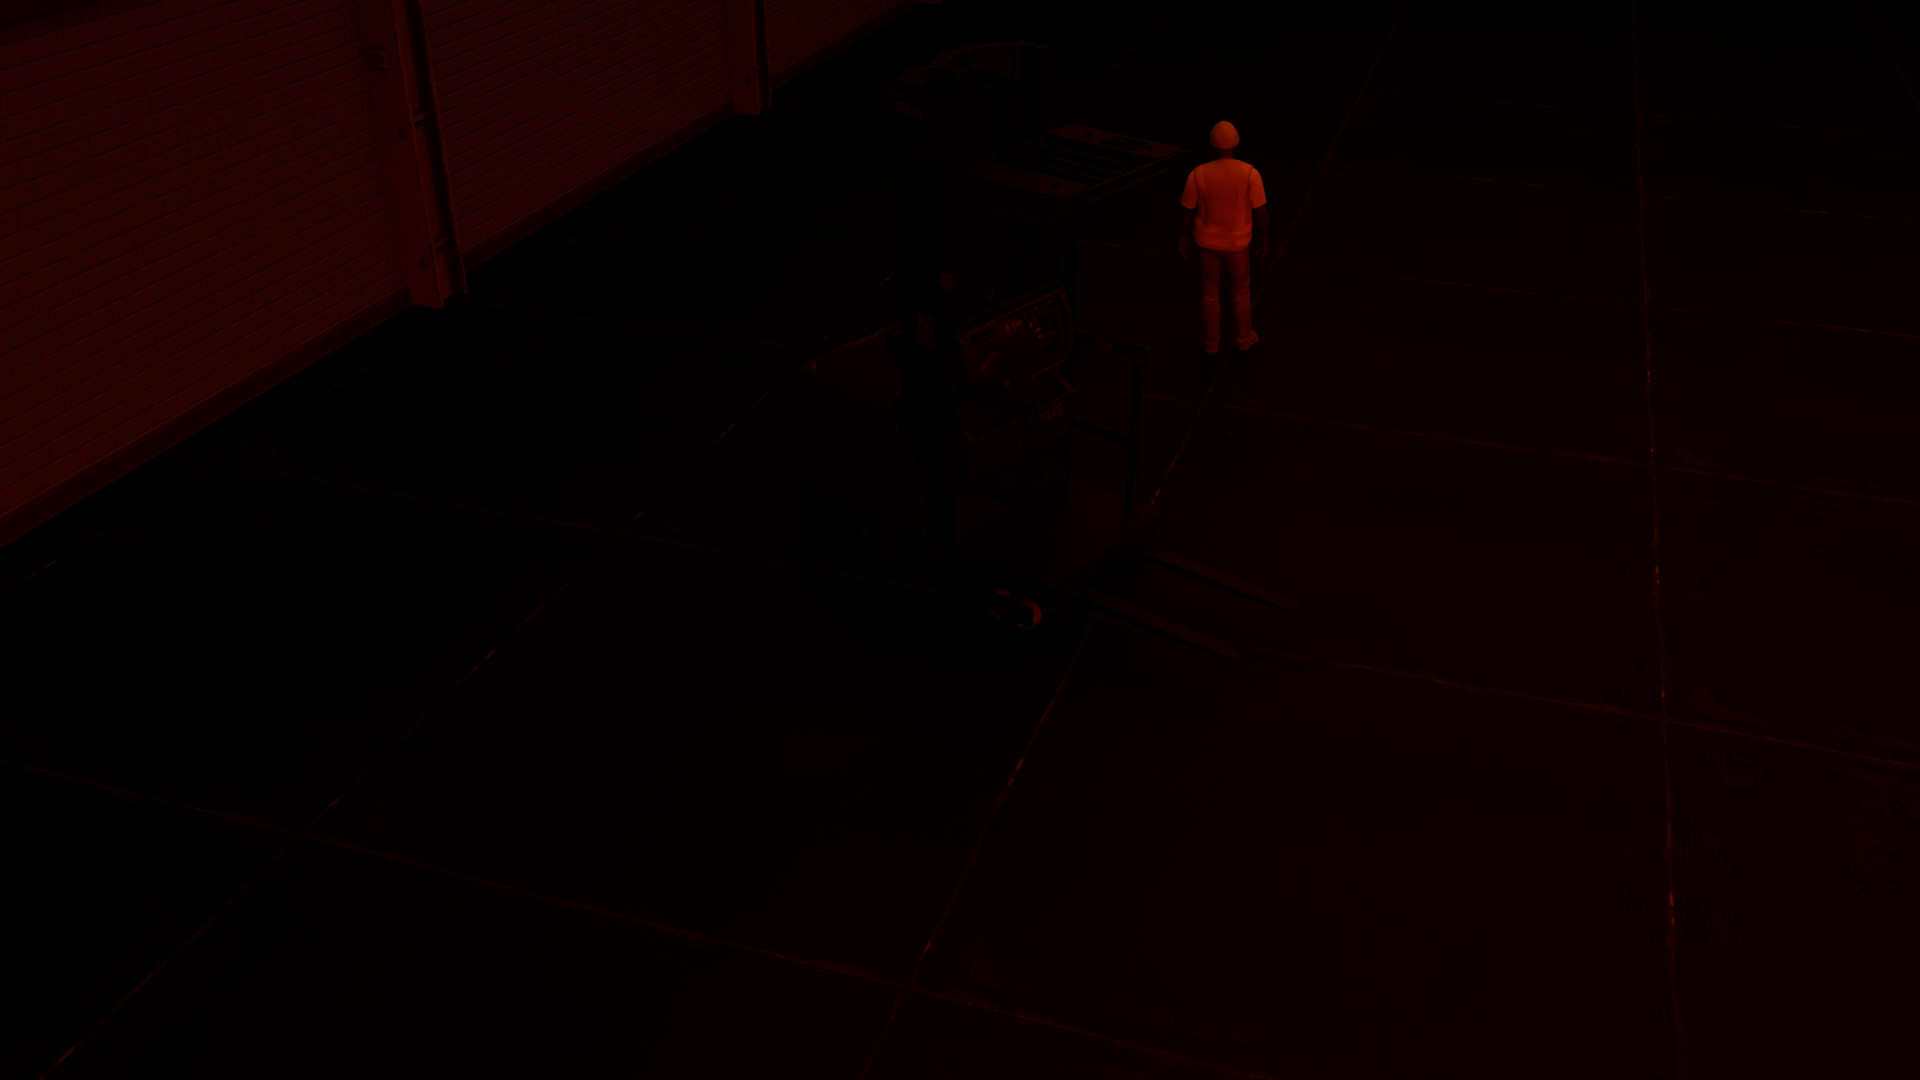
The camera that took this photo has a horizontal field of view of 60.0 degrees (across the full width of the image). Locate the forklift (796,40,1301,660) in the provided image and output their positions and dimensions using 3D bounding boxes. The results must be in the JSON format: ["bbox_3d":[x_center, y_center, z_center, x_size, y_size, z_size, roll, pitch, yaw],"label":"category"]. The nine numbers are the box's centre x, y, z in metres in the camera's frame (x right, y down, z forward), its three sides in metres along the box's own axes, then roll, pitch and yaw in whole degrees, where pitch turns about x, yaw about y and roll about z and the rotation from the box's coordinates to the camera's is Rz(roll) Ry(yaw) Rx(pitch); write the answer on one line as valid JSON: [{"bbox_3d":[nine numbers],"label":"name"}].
[{"bbox_3d":[0.477,-1.074,9.021,3.031,2.935,1.130,23,37,34],"label":"forklift"}]

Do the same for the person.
[{"bbox_3d":[1.933,-2.226,12.203,0.666,1.765,0.578,6,30,11],"label":"person"}]
